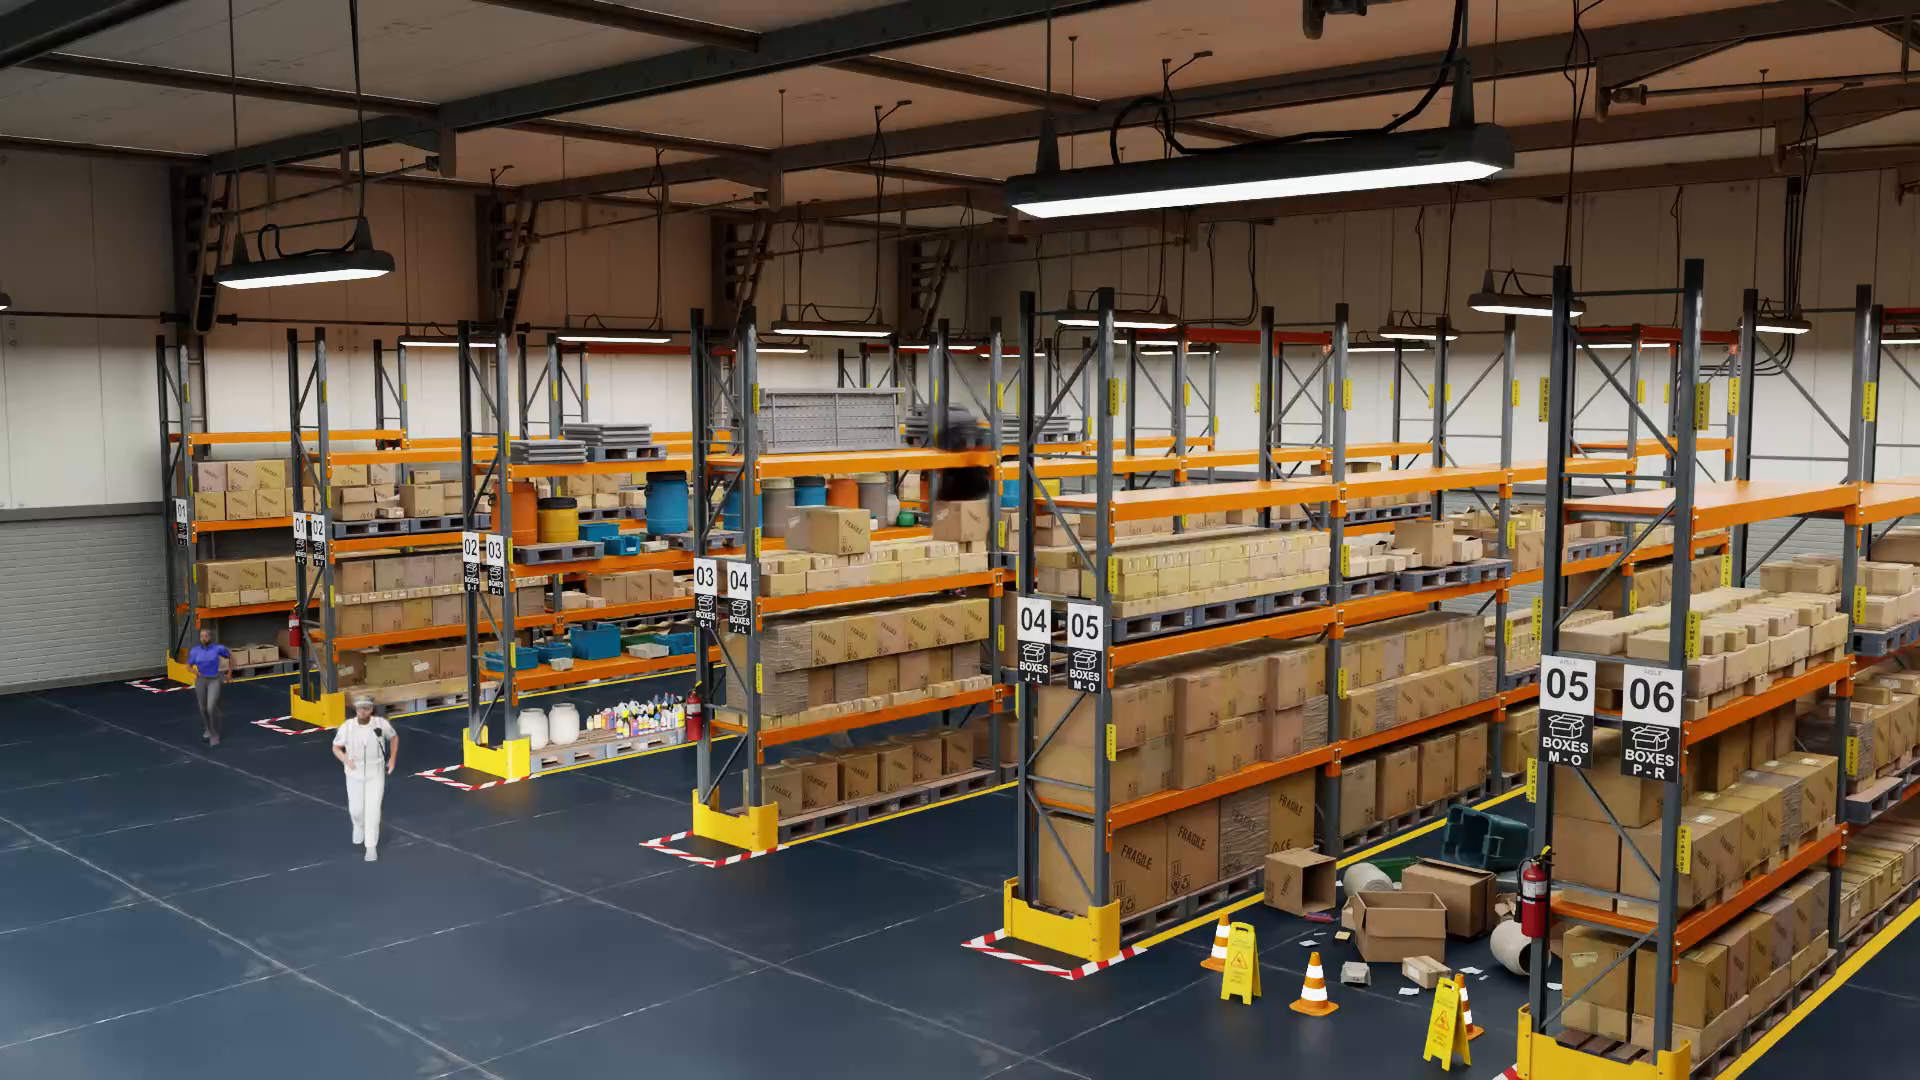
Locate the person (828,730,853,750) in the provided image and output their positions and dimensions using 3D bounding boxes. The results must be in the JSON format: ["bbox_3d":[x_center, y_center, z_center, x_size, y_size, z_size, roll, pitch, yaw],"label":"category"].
[{"bbox_3d":[-1.706,2.173,22.540,0.668,1.807,0.878,4,6,33],"label":"person"}]

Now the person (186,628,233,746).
[{"bbox_3d":[-10.790,2.121,23.910,0.591,1.730,0.737,-1,5,-11],"label":"person"}]

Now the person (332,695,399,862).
[{"bbox_3d":[-6.543,2.570,18.333,0.688,1.796,0.839,-2,6,-17],"label":"person"}]
